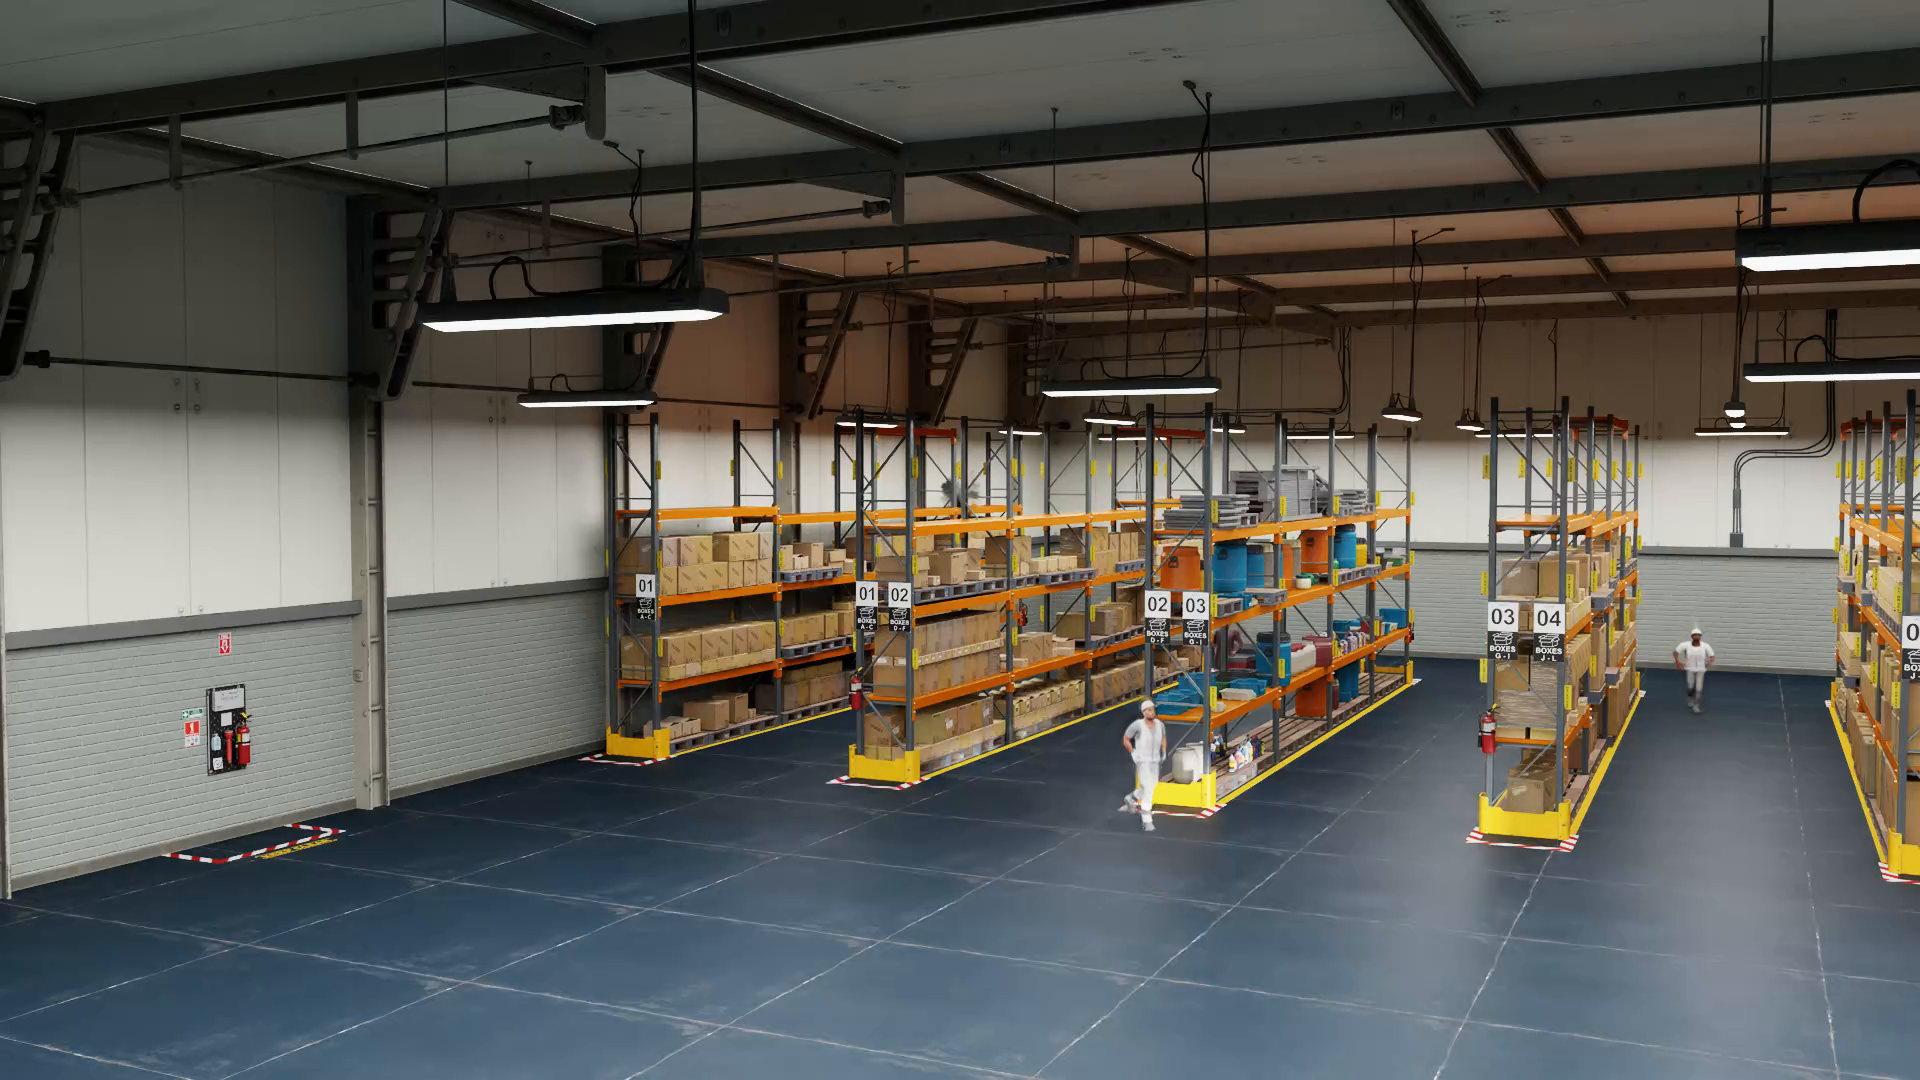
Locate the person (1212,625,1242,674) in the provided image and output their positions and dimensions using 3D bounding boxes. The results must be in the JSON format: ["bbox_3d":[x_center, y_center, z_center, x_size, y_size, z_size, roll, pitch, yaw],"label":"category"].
[{"bbox_3d":[5.817,2.588,36.462,0.682,1.735,0.654,1,3,18],"label":"person"}]

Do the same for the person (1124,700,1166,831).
[{"bbox_3d":[2.573,3.138,23.409,0.522,1.802,0.799,-1,3,-27],"label":"person"}]

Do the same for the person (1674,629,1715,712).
[{"bbox_3d":[15.204,2.703,34.377,0.774,1.727,0.594,1,2,16],"label":"person"}]
